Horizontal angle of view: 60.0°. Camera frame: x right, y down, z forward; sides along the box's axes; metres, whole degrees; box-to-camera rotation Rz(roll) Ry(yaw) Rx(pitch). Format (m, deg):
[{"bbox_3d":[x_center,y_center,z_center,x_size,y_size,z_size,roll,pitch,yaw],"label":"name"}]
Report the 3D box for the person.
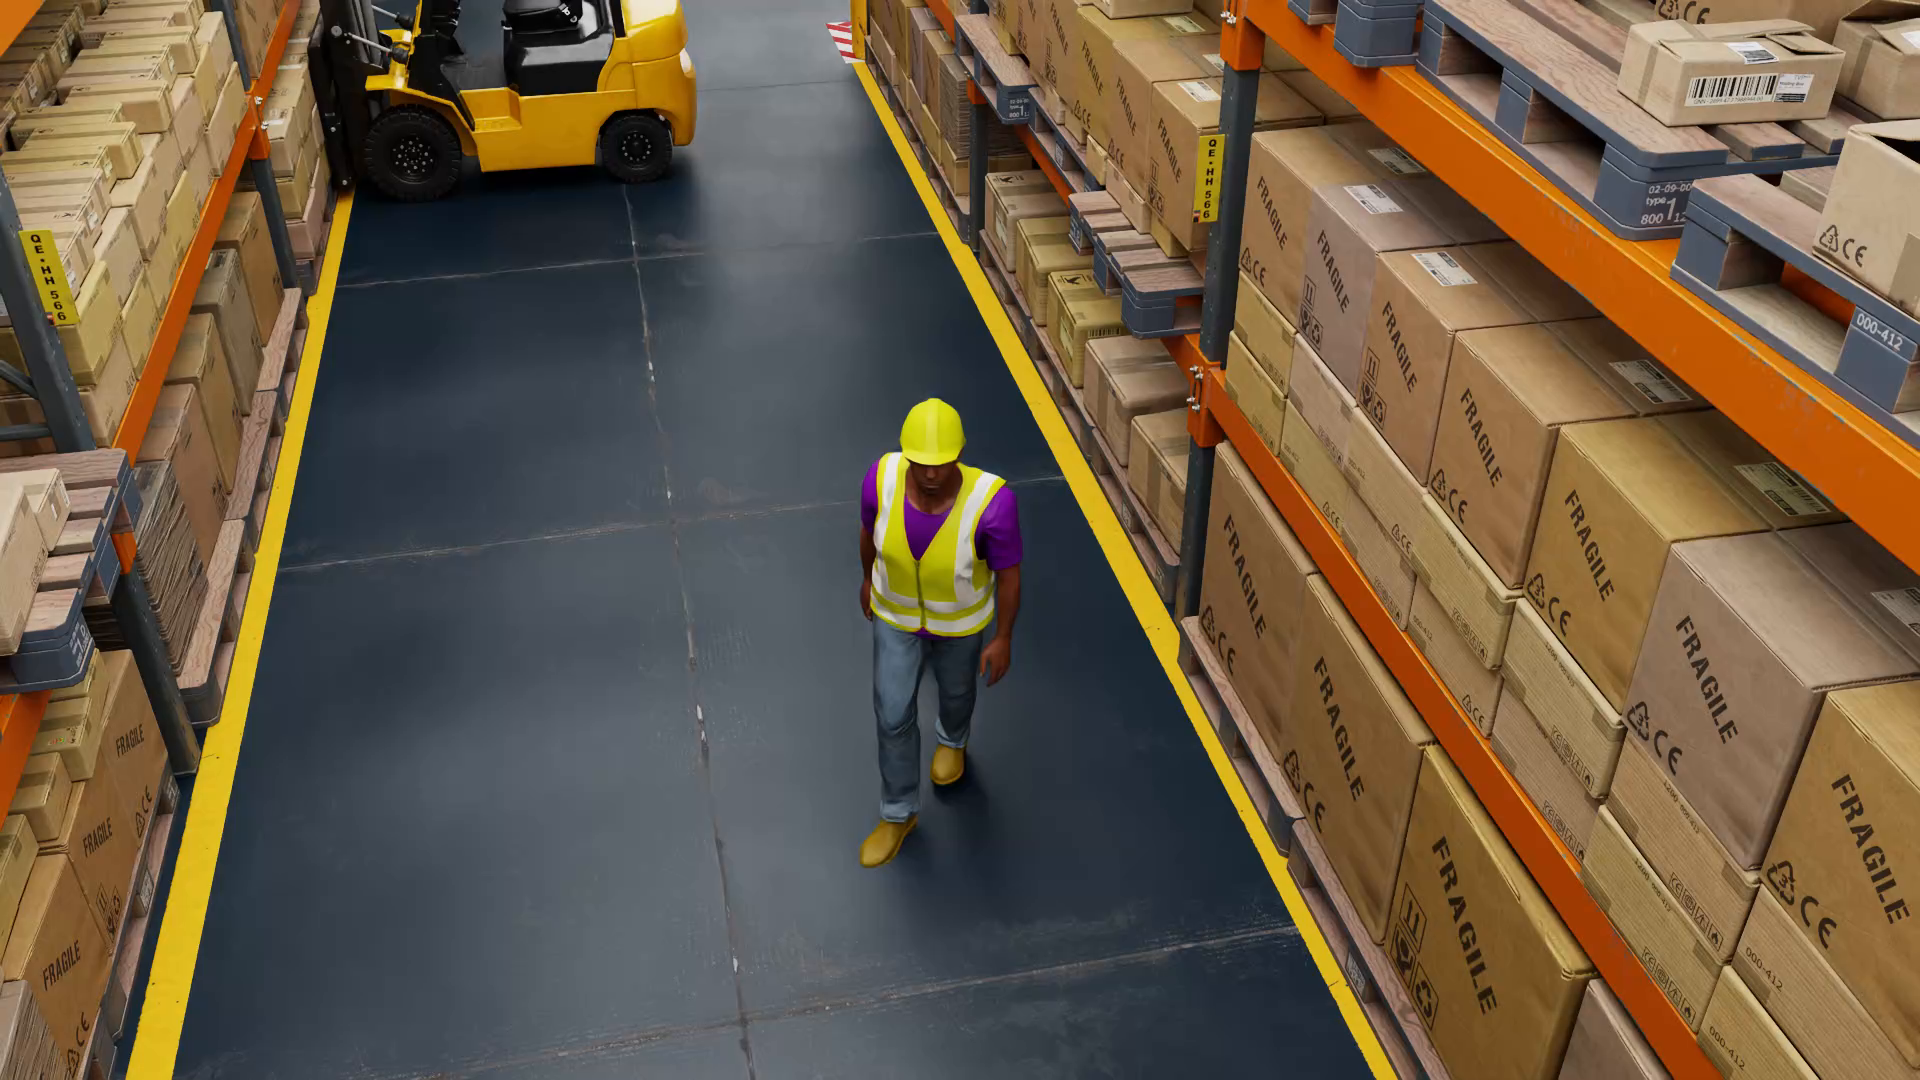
[{"bbox_3d":[-0.085,0.272,5.735,0.605,1.776,0.737,5,35,8],"label":"person"}]
